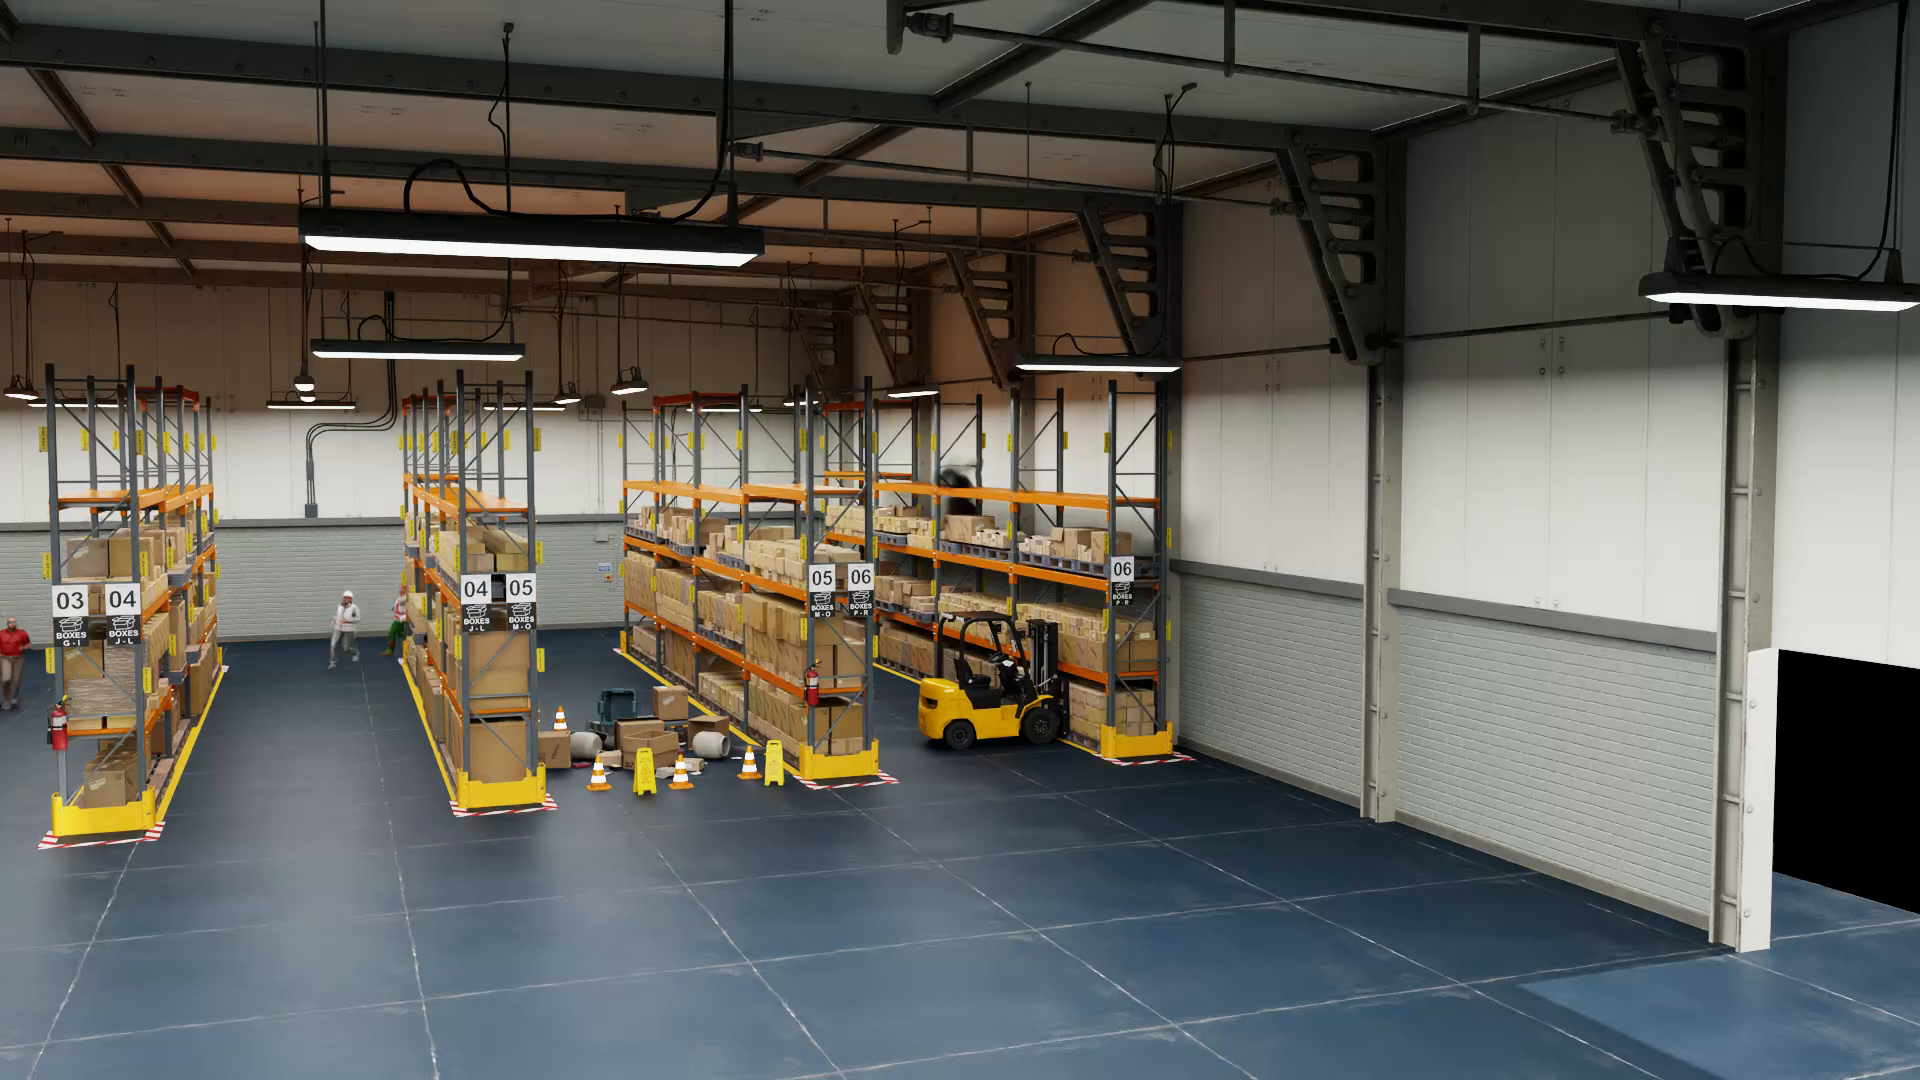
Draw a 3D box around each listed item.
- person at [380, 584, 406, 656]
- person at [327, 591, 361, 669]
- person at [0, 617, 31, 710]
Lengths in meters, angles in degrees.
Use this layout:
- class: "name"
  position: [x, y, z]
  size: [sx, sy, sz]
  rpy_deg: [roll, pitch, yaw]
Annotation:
- class: "person"
  position: [-13.123, 1.855, 38.907]
  size: [0.896, 1.732, 0.727]
  rpy_deg: [-1, 4, -17]
- class: "person"
  position: [-13.688, 1.998, 37.111]
  size: [0.688, 1.726, 0.772]
  rpy_deg: [1, 3, 11]
- class: "person"
  position: [-17.850, 2.331, 31.315]
  size: [0.635, 1.780, 0.759]
  rpy_deg: [-2, 4, -36]
